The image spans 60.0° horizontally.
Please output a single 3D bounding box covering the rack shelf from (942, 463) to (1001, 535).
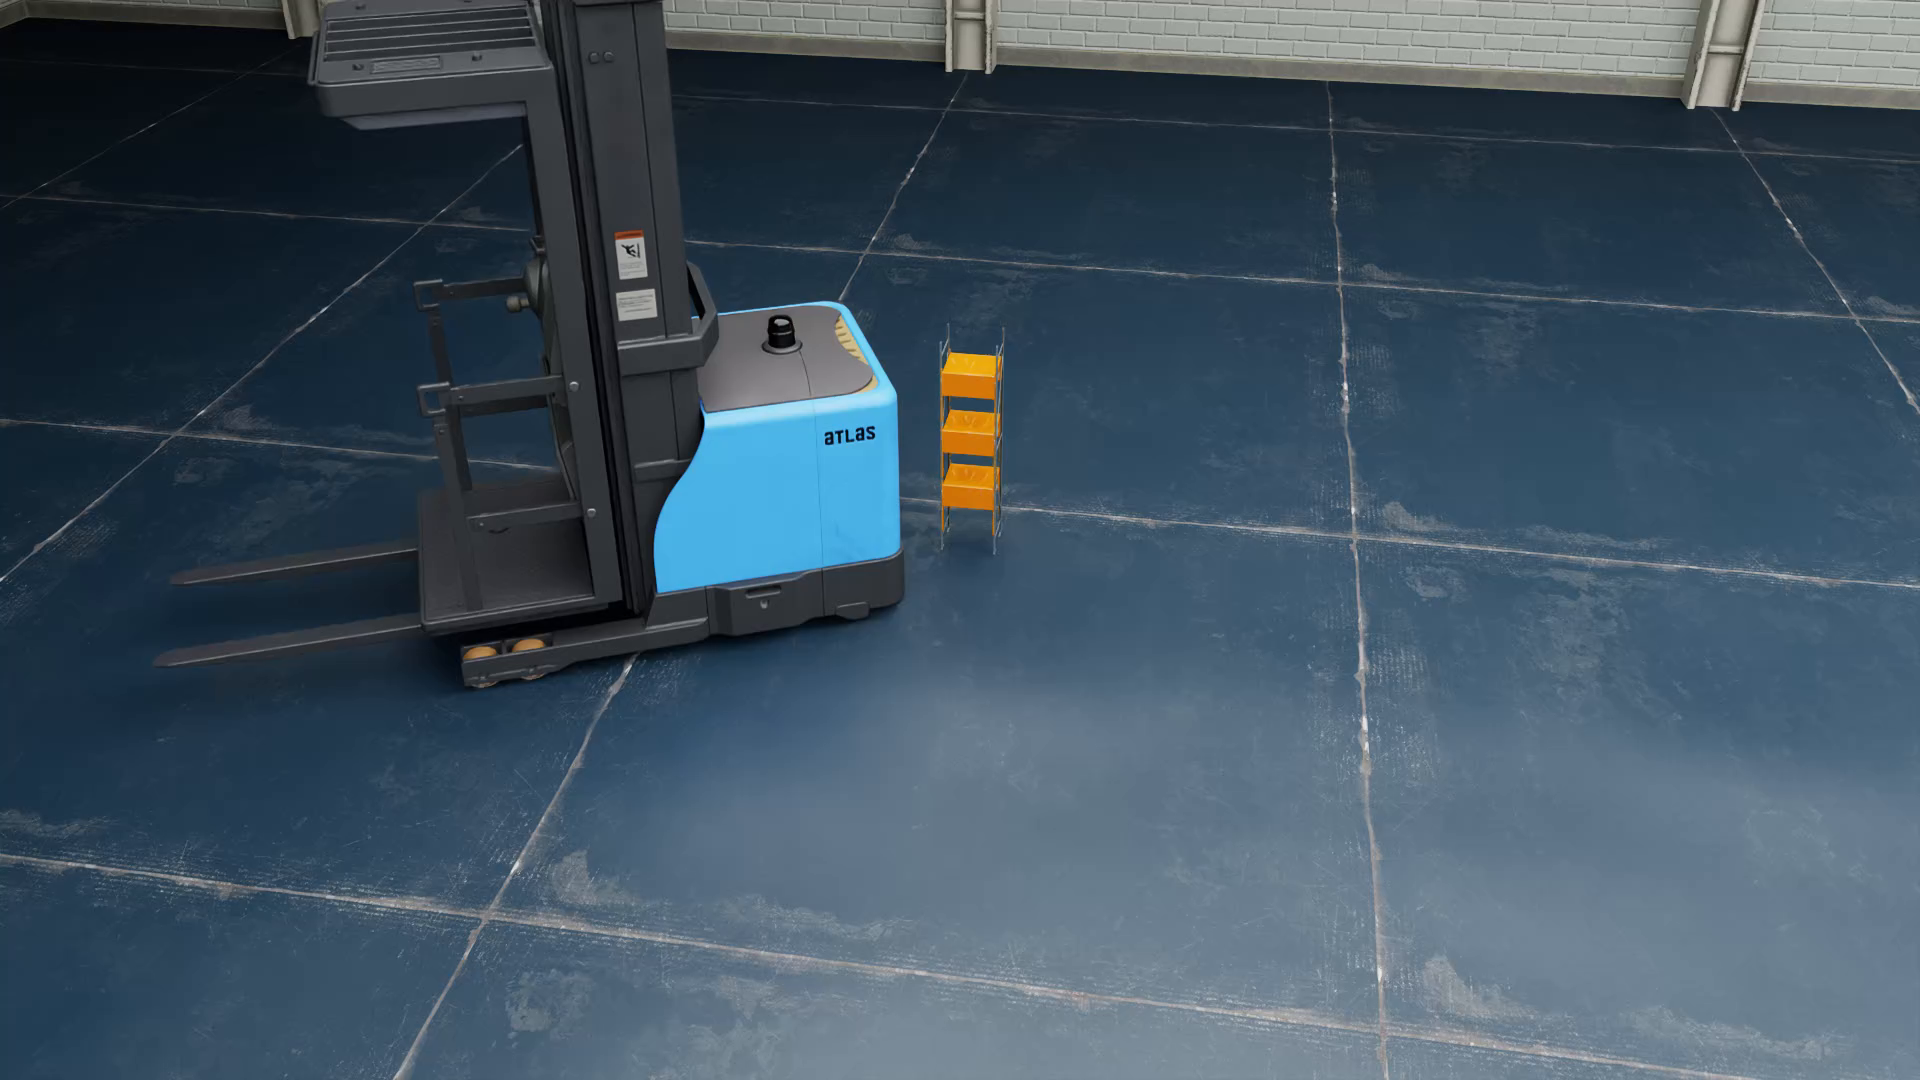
[{"bbox_3d":[0.053,-0.196,7.617,0.240,0.259,0.215,5,32,8],"label":"rack shelf"}]

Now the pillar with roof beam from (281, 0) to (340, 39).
[{"bbox_3d":[-6.544,-6.134,9.069,0.400,9.000,9.100,5,32,8],"label":"pillar with roof beam"}]

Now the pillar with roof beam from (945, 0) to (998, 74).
[{"bbox_3d":[-0.629,-5.599,8.213,0.400,9.000,9.100,5,32,8],"label":"pillar with roof beam"}]

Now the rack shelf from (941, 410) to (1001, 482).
[{"bbox_3d":[0.053,-0.431,7.469,0.240,0.259,0.215,5,32,8],"label":"rack shelf"}]

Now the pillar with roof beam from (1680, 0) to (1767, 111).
[{"bbox_3d":[5.285,-5.063,7.357,0.400,9.000,9.100,5,32,8],"label":"pillar with roof beam"}]

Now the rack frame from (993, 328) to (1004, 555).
[{"bbox_3d":[0.173,-0.429,7.446,0.008,1.050,0.200,5,32,8],"label":"rack frame"}]

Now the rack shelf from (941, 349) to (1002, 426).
[{"bbox_3d":[0.053,-0.672,7.319,0.240,0.259,0.215,5,32,8],"label":"rack shelf"}]

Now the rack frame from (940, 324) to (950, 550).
[{"bbox_3d":[-0.068,-0.451,7.481,0.008,1.050,0.200,5,32,8],"label":"rack frame"}]

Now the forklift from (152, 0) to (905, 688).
[{"bbox_3d":[-1.817,-0.953,6.510,3.031,2.935,1.130,-9,33,-14],"label":"forklift"}]

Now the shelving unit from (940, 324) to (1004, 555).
[{"bbox_3d":[0.053,-0.440,7.464,0.252,1.050,0.215,5,32,8],"label":"shelving unit"}]
